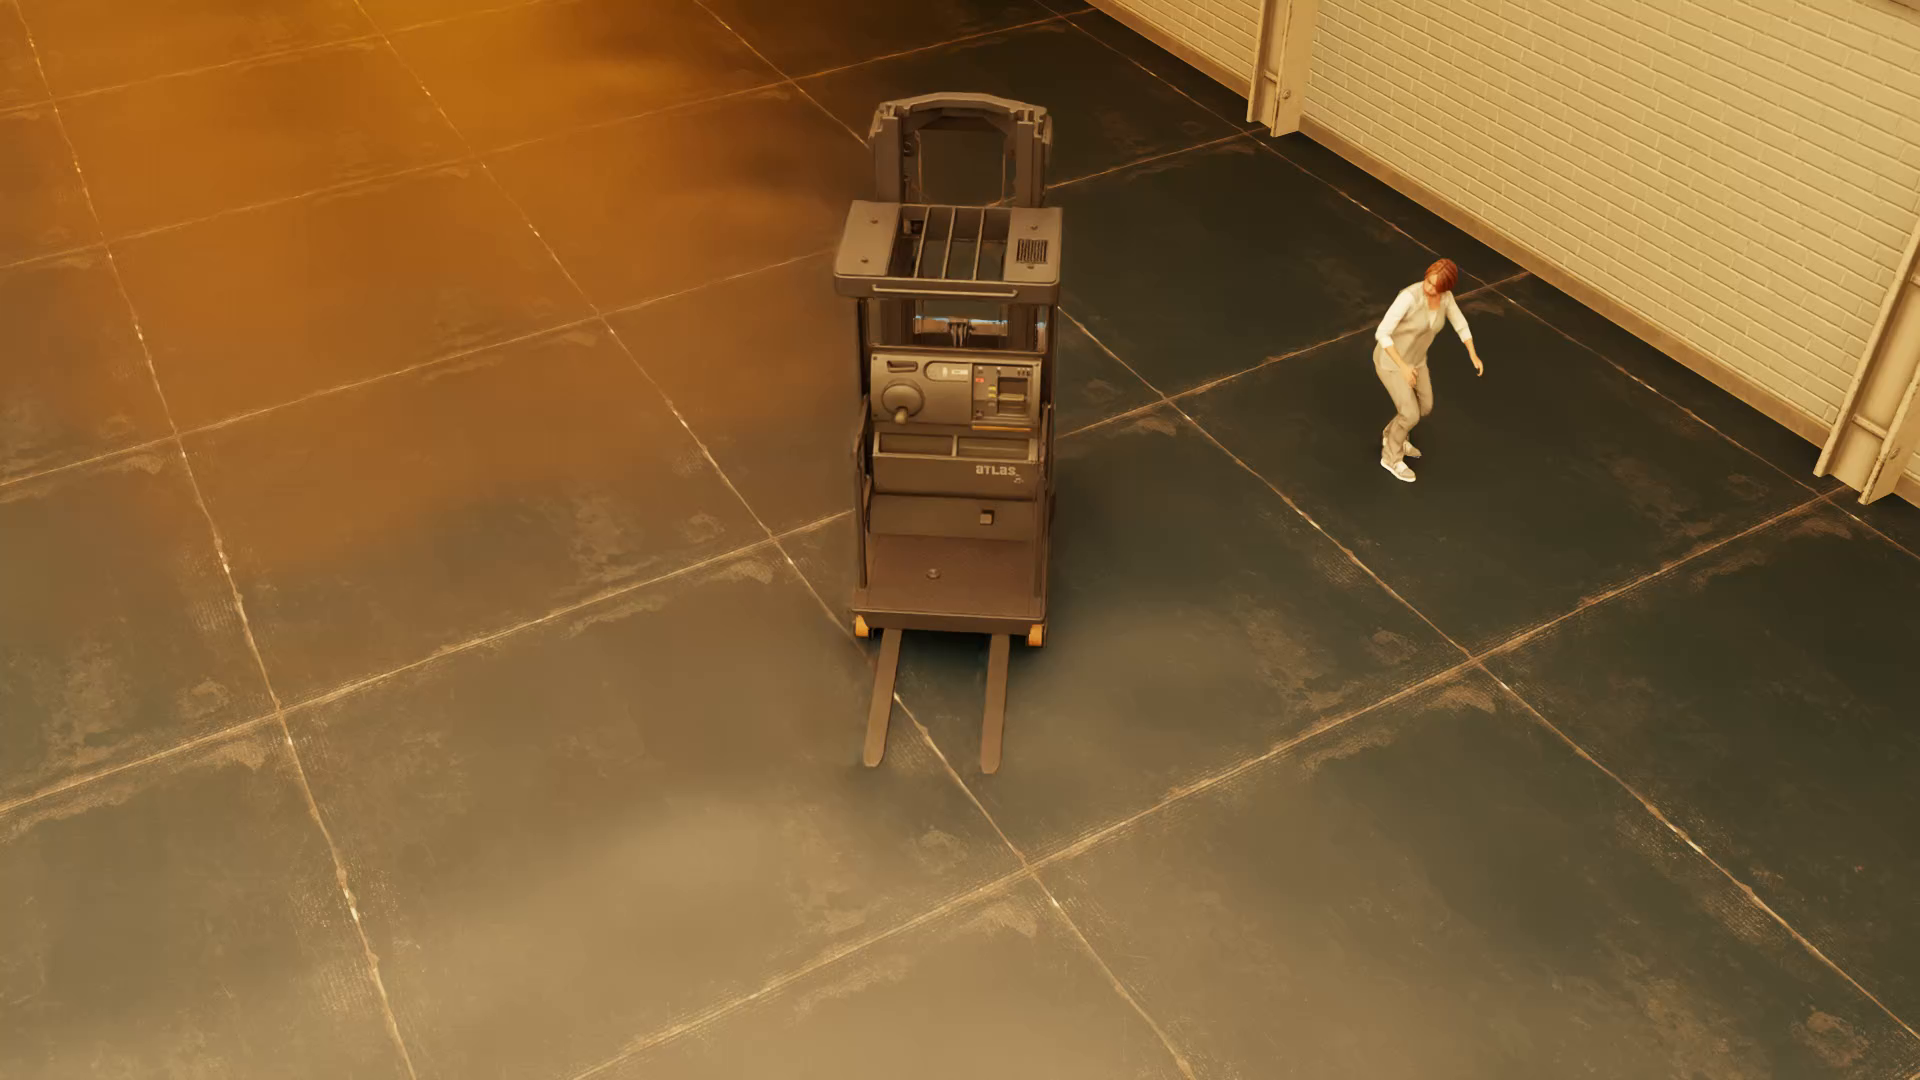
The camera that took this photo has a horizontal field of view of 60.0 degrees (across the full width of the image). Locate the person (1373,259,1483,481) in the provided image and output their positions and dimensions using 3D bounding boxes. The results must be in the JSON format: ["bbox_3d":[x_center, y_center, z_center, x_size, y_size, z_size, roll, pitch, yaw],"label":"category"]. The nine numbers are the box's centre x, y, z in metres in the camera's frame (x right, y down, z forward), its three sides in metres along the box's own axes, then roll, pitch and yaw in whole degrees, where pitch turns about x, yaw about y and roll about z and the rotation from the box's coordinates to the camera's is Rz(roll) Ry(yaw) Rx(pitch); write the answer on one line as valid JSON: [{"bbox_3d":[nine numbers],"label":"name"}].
[{"bbox_3d":[2.897,-1.027,10.479,0.657,1.452,0.570,-25,46,-27],"label":"person"}]

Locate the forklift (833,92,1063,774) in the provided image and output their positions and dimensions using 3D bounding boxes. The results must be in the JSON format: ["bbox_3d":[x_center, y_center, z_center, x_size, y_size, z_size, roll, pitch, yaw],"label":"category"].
[{"bbox_3d":[-0.038,-0.738,8.926,1.130,2.935,3.031,3,40,3],"label":"forklift"}]
